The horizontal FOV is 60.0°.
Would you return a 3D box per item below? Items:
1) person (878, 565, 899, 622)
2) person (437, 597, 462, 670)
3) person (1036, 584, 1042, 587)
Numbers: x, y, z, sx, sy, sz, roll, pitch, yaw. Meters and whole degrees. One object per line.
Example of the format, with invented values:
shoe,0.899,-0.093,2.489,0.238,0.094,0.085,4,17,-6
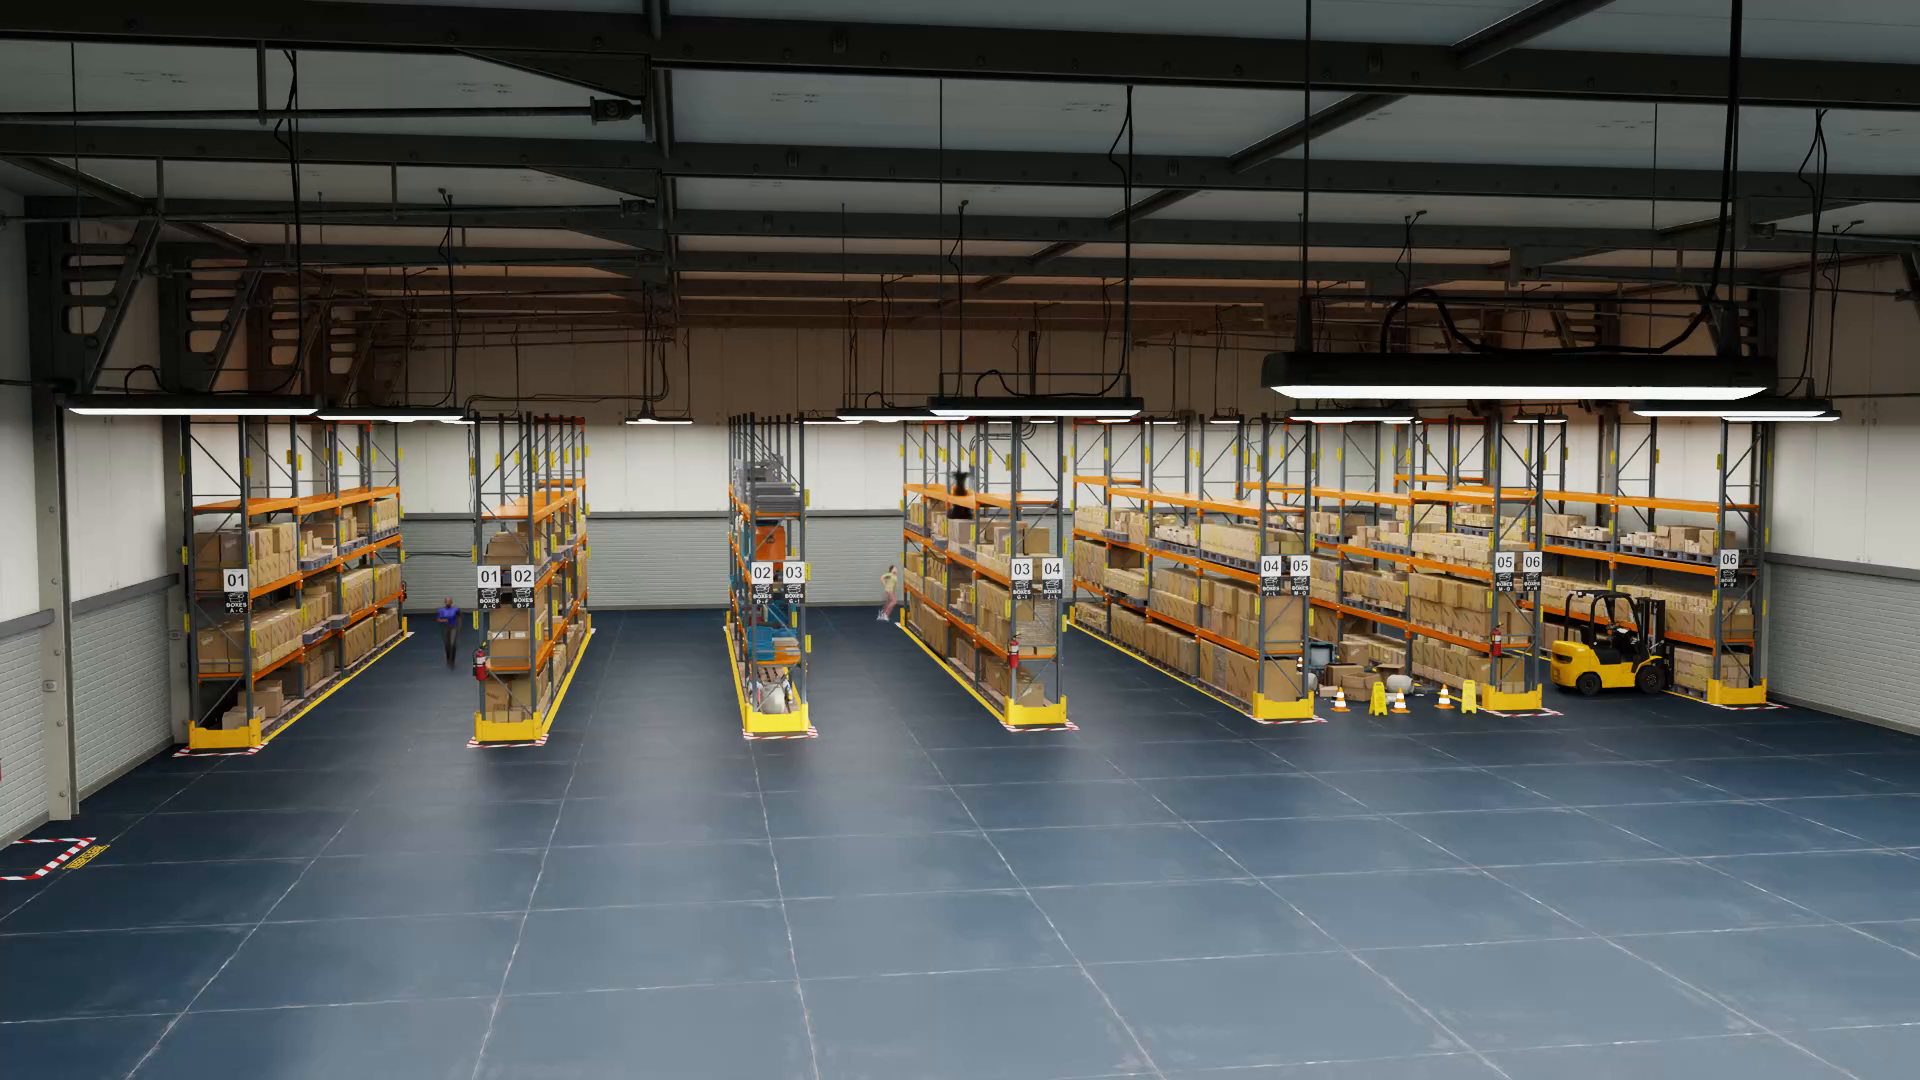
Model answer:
person,-2.088,1.569,49.259,0.606,1.654,0.654,2,4,23
person,-12.159,2.196,39.598,0.526,1.705,0.861,-1,4,-9
person,2.159,1.497,49.467,0.807,1.719,0.827,1,4,12
